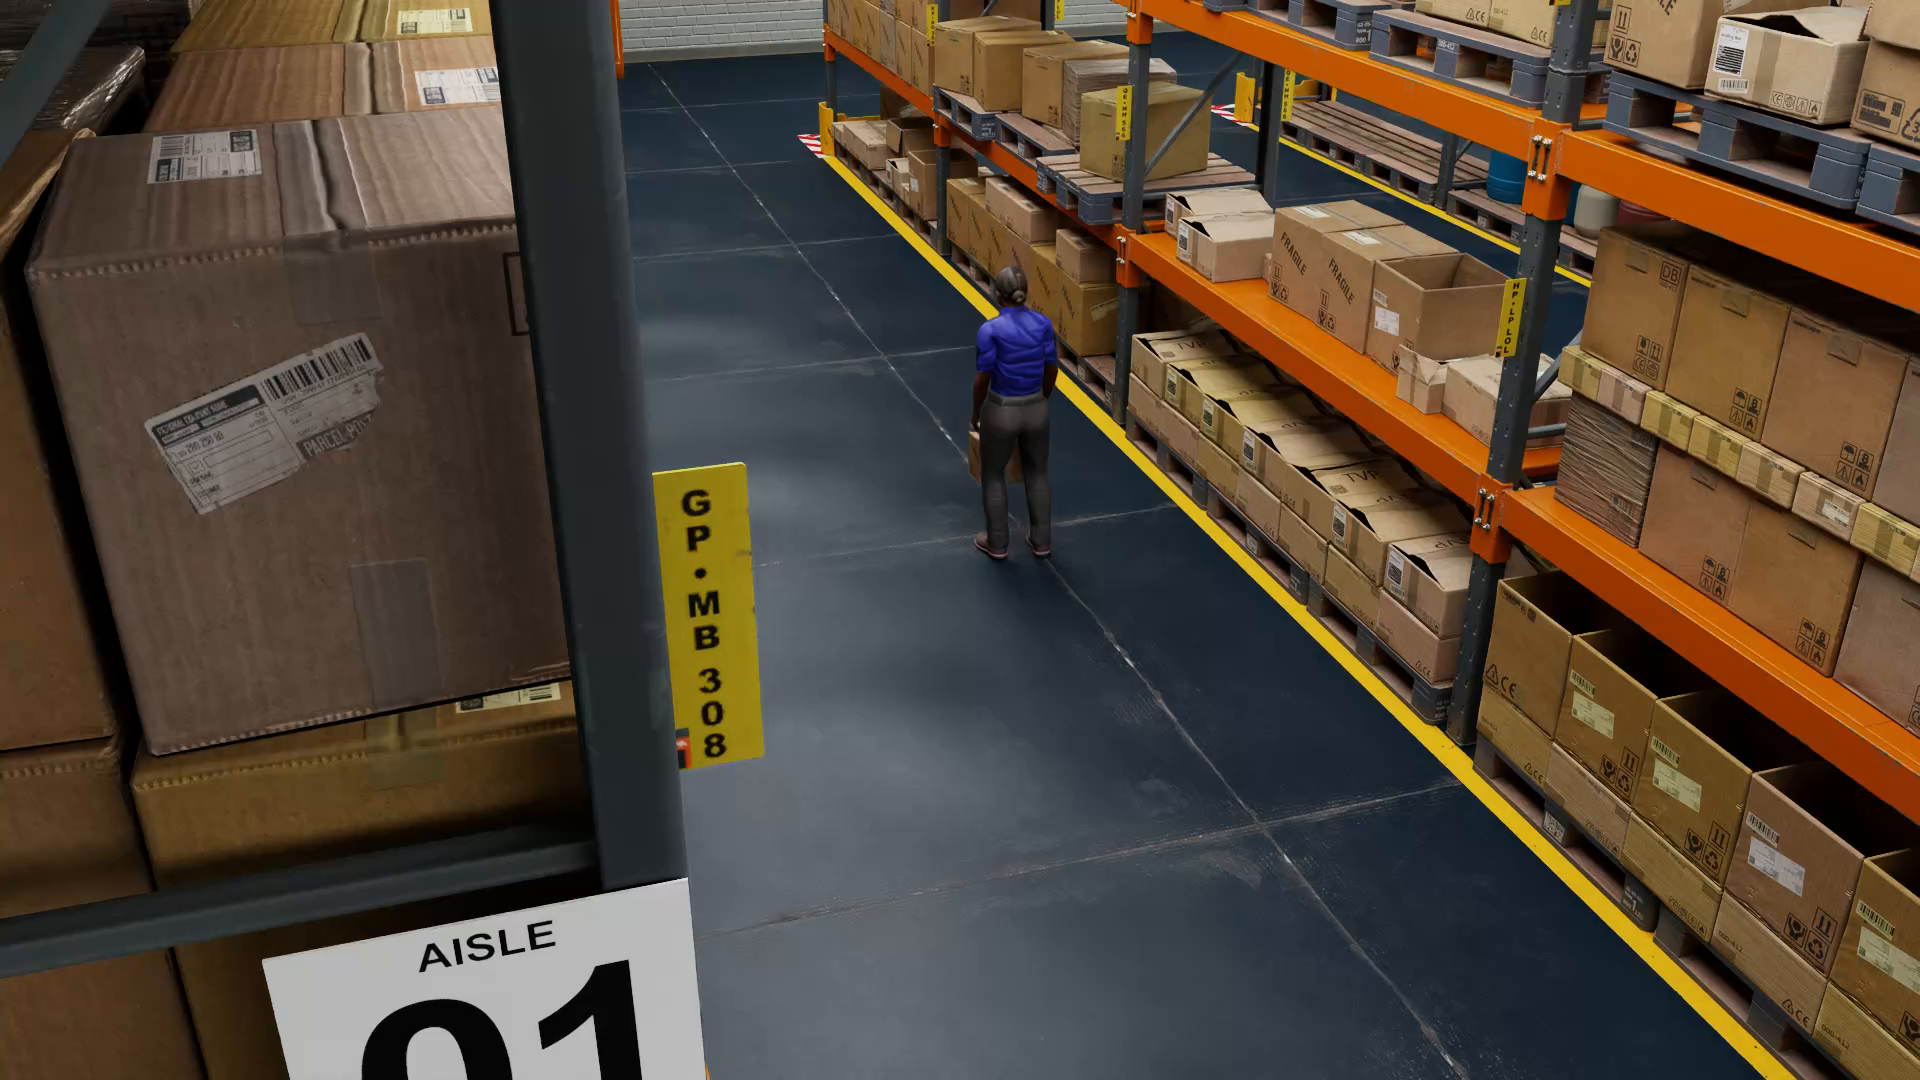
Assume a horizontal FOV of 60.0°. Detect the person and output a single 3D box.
[{"bbox_3d":[0.286,-0.678,8.976,0.494,1.659,0.398,-9,28,-17],"label":"person"}]
